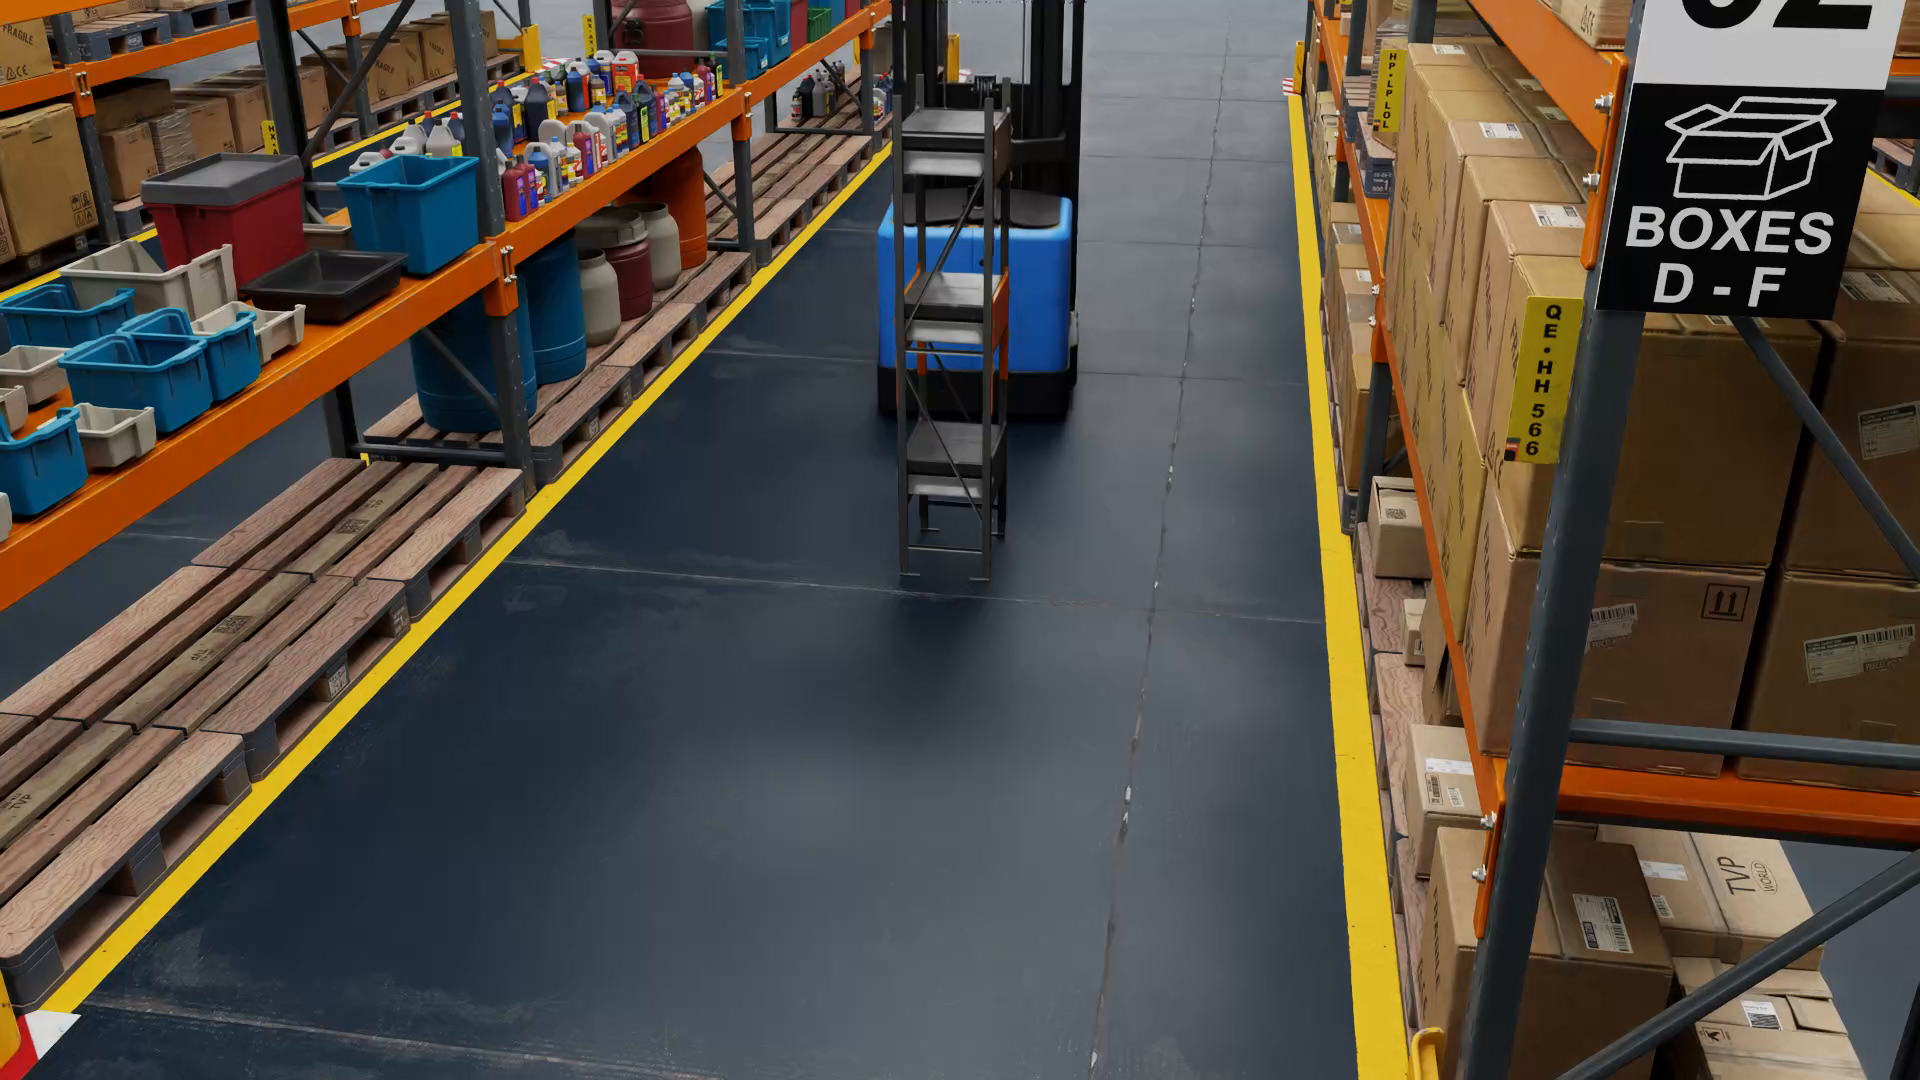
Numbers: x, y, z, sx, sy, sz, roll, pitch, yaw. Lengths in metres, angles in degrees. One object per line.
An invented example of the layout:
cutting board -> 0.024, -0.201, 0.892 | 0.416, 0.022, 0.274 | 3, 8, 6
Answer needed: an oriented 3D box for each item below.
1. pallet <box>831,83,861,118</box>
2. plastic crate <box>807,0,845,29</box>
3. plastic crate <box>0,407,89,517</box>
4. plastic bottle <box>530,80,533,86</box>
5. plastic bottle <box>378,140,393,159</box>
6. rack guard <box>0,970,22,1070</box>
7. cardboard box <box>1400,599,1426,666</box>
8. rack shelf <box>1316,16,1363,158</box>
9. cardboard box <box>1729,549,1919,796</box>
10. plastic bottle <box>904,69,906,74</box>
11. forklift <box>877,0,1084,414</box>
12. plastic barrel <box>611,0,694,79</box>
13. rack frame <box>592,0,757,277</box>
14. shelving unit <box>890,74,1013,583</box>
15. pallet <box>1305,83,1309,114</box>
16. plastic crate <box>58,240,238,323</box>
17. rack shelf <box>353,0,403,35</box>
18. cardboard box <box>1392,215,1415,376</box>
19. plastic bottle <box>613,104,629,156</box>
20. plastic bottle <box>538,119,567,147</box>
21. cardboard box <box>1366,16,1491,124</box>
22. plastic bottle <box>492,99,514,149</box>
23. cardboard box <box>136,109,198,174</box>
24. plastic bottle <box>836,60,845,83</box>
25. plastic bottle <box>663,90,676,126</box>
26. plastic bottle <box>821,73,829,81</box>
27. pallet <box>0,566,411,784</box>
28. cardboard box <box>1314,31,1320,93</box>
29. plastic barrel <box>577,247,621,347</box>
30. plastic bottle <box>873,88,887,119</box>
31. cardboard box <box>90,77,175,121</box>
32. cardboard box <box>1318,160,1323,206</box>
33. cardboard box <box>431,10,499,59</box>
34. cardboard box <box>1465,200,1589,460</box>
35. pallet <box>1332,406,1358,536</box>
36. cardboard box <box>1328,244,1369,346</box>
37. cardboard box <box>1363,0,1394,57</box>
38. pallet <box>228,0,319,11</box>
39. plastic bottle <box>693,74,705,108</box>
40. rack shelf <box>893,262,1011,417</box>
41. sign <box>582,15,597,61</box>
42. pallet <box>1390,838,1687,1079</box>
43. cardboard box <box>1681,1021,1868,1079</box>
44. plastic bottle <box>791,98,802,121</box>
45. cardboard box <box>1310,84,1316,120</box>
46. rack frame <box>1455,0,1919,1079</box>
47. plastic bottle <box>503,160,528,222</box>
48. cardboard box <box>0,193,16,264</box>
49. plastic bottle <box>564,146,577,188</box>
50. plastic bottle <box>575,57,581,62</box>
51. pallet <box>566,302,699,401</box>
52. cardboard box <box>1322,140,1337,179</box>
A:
pallet -> -0.945, -4.471, 17.054 | 1.003, 0.211, 1.213 | 4, 25, 9
plastic crate -> -1.166, -4.455, 13.747 | 0.392, 0.384, 0.575 | 4, 25, 9
plastic crate -> -2.781, -0.233, 4.836 | 0.416, 0.233, 0.300 | 4, 25, 9
plastic bottle -> -2.533, -2.622, 9.965 | 0.097, 0.271, 0.097 | 0, 25, 0
plastic bottle -> -2.862, -1.833, 8.266 | 0.061, 0.283, 0.133 | 4, 25, 9
rack guard -> -3.245, 1.217, 4.560 | 1.175, 0.500, 0.348 | 4, 25, 9
cardboard box -> 1.872, 0.353, 6.281 | 0.380, 0.166, 0.250 | 4, 25, 9
rack shelf -> 3.267, -3.438, 12.404 | 1.077, 0.370, 4.000 | 4, 25, 9
cardboard box -> 1.965, 0.206, 3.653 | 0.500, 0.500, 0.500 | 5, 25, 10
plastic bottle -> -0.598, -4.623, 16.783 | 0.152, 0.276, 0.135 | 3, 25, 7
forklift -> 0.176, -2.597, 9.842 | 1.130, 2.935, 3.031 | 2, 25, 4
plastic barrel -> -2.169, -3.548, 11.632 | 0.600, 0.536, 0.708 | 4, 25, 9
rack frame -> -1.946, -3.272, 11.201 | 1.000, 3.000, 0.127 | 4, 25, 9
shelving unit -> -0.027, -0.882, 7.157 | 0.431, 2.100, 0.503 | 4, 25, 9
pallet -> 4.163, -4.687, 17.515 | 1.003, 0.211, 1.213 | 4, 25, 9
plastic crate -> -3.031, -0.946, 6.303 | 0.437, 0.282, 0.530 | 4, 25, 9
rack shelf -> -5.852, -5.799, 17.448 | 1.077, 0.370, 4.000 | 4, 25, 9
cardboard box -> 1.853, -0.891, 5.997 | 0.500, 0.500, 0.500 | 4, 25, 9
plastic bottle -> -1.898, -2.279, 9.233 | 0.097, 0.271, 0.097 | 0, 25, 0
plastic bottle -> -2.147, -2.108, 8.861 | 0.152, 0.276, 0.135 | 4, 25, 9
cardboard box -> 2.610, -2.522, 8.986 | 0.700, 0.500, 0.500 | 9, 27, 18
plastic bottle -> -2.579, -2.347, 9.377 | 0.097, 0.271, 0.097 | 0, 25, 0
cardboard box -> -6.665, -3.197, 13.470 | 0.700, 0.500, 0.500 | 2, 25, 4
plastic bottle -> -1.243, -4.845, 17.261 | 0.097, 0.271, 0.097 | 0, 25, 0
plastic bottle -> -1.762, -2.595, 9.991 | 0.097, 0.201, 0.097 | 0, 25, 0
plastic bottle -> -1.357, -4.483, 16.482 | 0.152, 0.276, 0.135 | 4, 25, 9
pallet -> -2.879, 0.486, 6.463 | 1.003, 0.211, 1.213 | 4, 25, 9
cardboard box -> 3.625, -4.511, 15.713 | 0.500, 0.500, 0.500 | 4, 25, 9
plastic barrel -> -2.198, -1.415, 9.673 | 0.421, 0.512, 0.421 | 0, 25, 0
plastic bottle -> -0.782, -4.150, 15.772 | 0.152, 0.276, 0.135 | 5, 26, 10
cardboard box -> -6.676, -3.527, 13.291 | 0.500, 0.250, 0.500 | 7, 26, 14
cardboard box -> 3.032, -2.750, 12.835 | 0.500, 0.250, 0.500 | 5, 25, 10
cardboard box -> -5.644, -5.759, 18.968 | 0.500, 0.500, 0.500 | 9, 27, 18
cardboard box -> 1.515, -0.496, 3.974 | 0.500, 0.500, 0.500 | 5, 25, 10
pallet -> 2.382, -0.334, 8.214 | 1.003, 0.211, 1.213 | 4, 25, 9
cardboard box -> 2.416, -1.395, 9.621 | 0.500, 0.500, 0.500 | 4, 25, 8
cardboard box -> 3.198, -3.675, 11.945 | 0.500, 0.500, 0.500 | 3, 25, 6
pallet -> -6.448, -4.891, 14.888 | 1.003, 0.211, 1.213 | 4, 25, 9
plastic bottle -> -1.666, -2.840, 10.512 | 0.097, 0.201, 0.097 | 0, 25, 0
rack shelf -> -0.027, -0.869, 7.163 | 0.431, 0.518, 0.480 | 4, 25, 9
sign -> -2.490, -3.381, 11.242 | 0.100, 0.325, 0.005 | 4, 25, 9
pallet -> 1.774, 1.317, 4.688 | 1.003, 0.211, 1.213 | 4, 25, 9
cardboard box -> 2.040, 1.359, 4.151 | 0.380, 0.149, 0.250 | 4, 25, 9
plastic bottle -> -1.541, -4.050, 15.646 | 0.097, 0.201, 0.097 | 0, 25, 0
cardboard box -> 3.612, -4.172, 15.874 | 0.500, 0.250, 0.500 | 4, 25, 9
rack frame -> 1.636, 0.419, 3.316 | 0.949, 2.616, 0.053 | 4, 25, 9
plastic bottle -> -2.119, -1.670, 7.917 | 0.061, 0.283, 0.133 | 4, 25, 9
cardboard box -> -7.119, -2.183, 10.887 | 1.225, 0.875, 0.875 | 4, 25, 9
plastic bottle -> -2.027, -1.916, 8.540 | 0.097, 0.201, 0.097 | 0, 25, 0
plastic bottle -> -2.435, -2.926, 10.600 | 0.061, 0.283, 0.133 | 4, 25, 9
pallet -> -2.236, -1.167, 9.995 | 1.003, 0.211, 1.213 | 4, 25, 9
cardboard box -> 2.946, -2.791, 12.260 | 0.500, 0.311, 0.500 | 4, 25, 8
